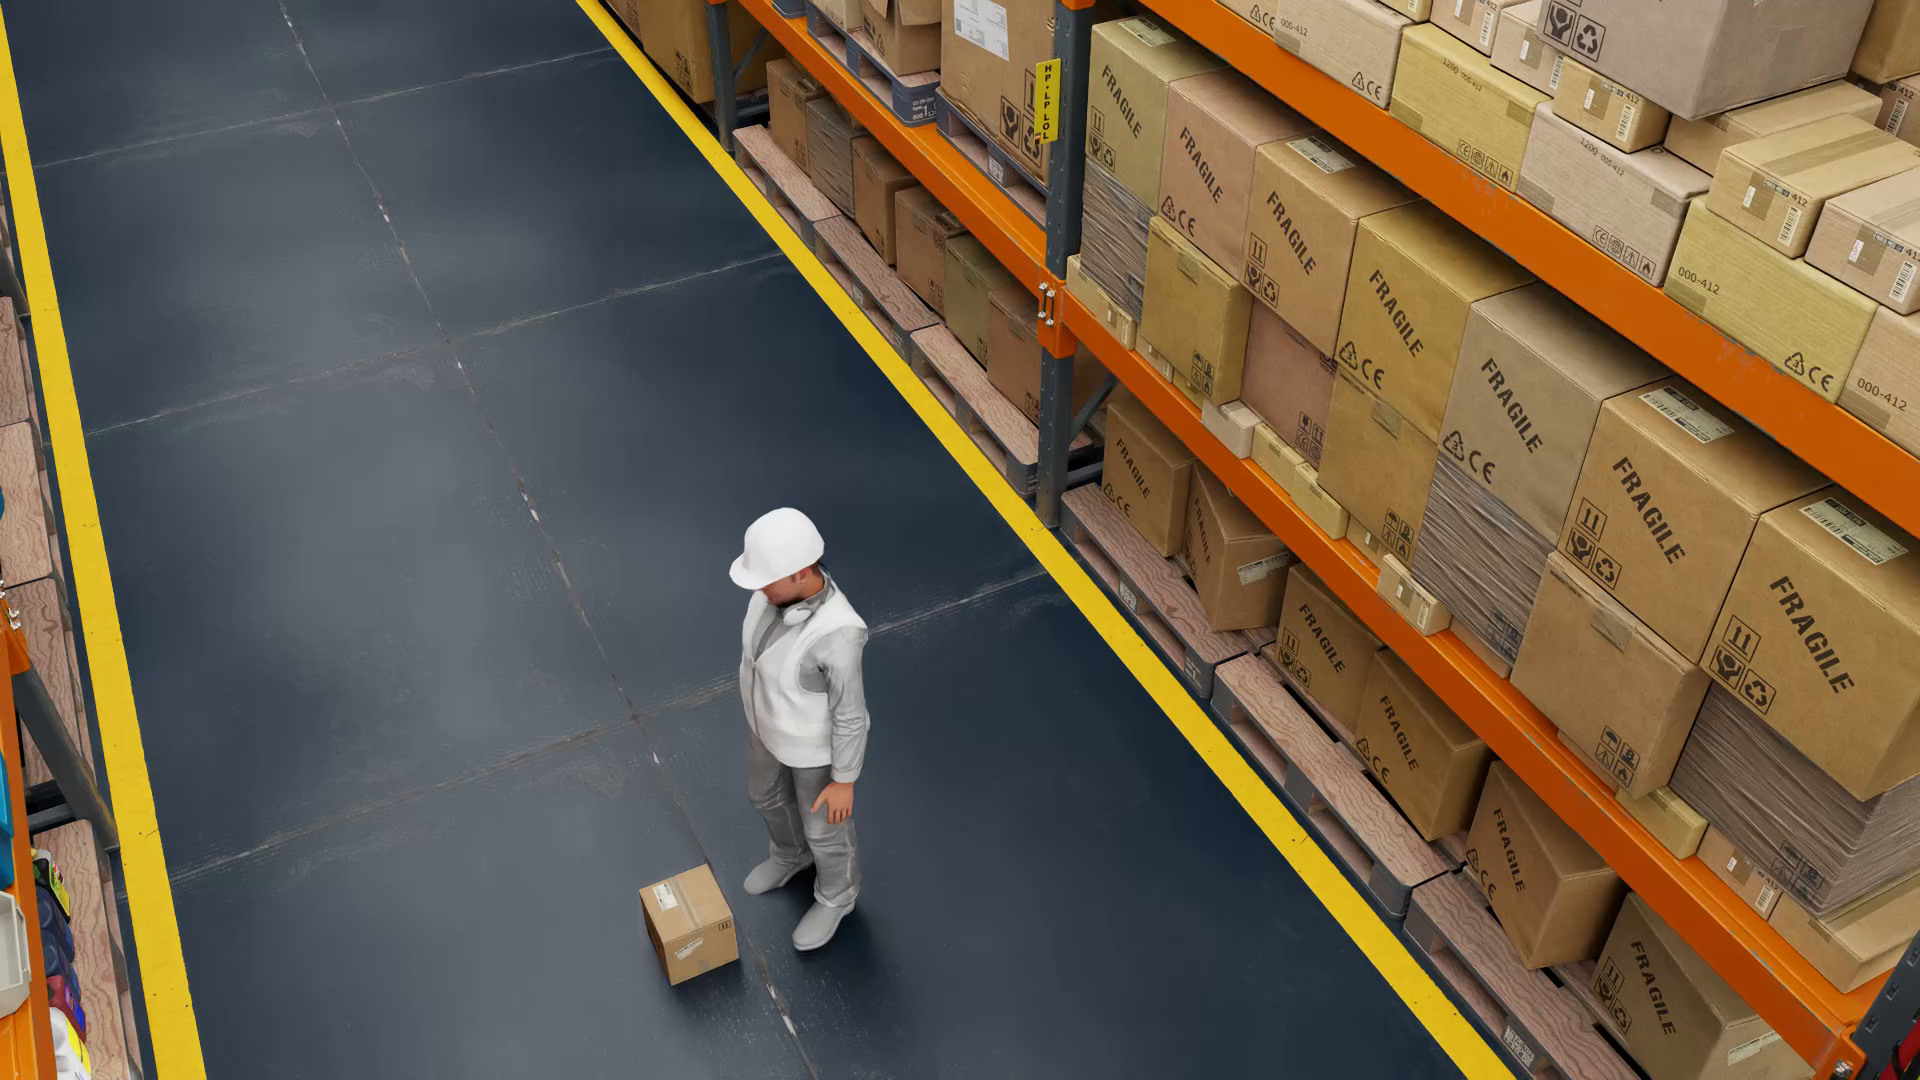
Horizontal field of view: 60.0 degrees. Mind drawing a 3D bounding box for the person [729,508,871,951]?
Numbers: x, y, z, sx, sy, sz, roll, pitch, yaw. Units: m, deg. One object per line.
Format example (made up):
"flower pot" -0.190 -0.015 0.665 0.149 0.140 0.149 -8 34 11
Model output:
"person" -0.505 0.638 5.409 0.396 1.813 0.603 -26 47 -26
